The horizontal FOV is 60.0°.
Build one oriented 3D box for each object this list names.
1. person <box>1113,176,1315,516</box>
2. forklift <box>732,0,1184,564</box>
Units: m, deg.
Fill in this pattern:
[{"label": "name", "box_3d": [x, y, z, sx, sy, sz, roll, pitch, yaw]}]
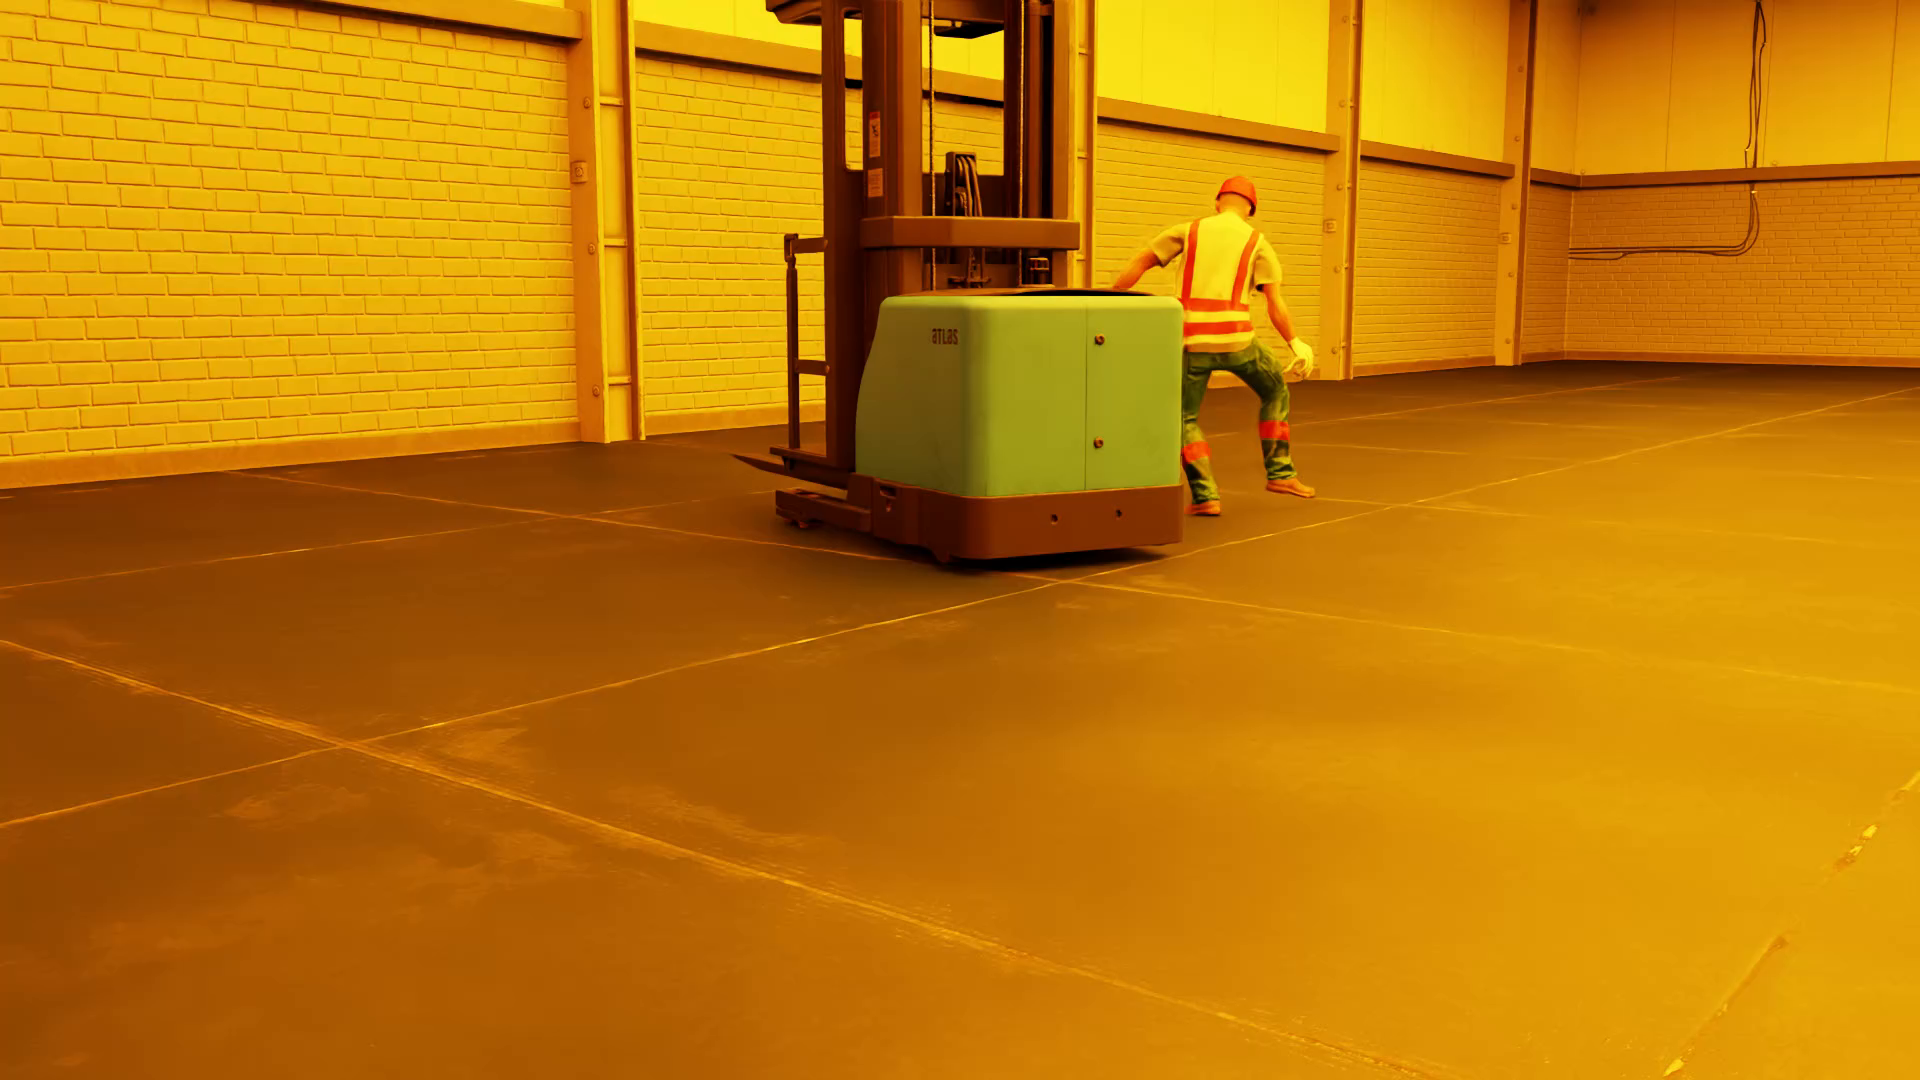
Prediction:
[{"label": "person", "box_3d": [1.232, -0.966, 8.337, 1.145, 1.704, 0.560, 1, 8, 8]}, {"label": "forklift", "box_3d": [-0.223, -1.528, 7.726, 1.130, 2.935, 3.031, -5, 9, -28]}]
